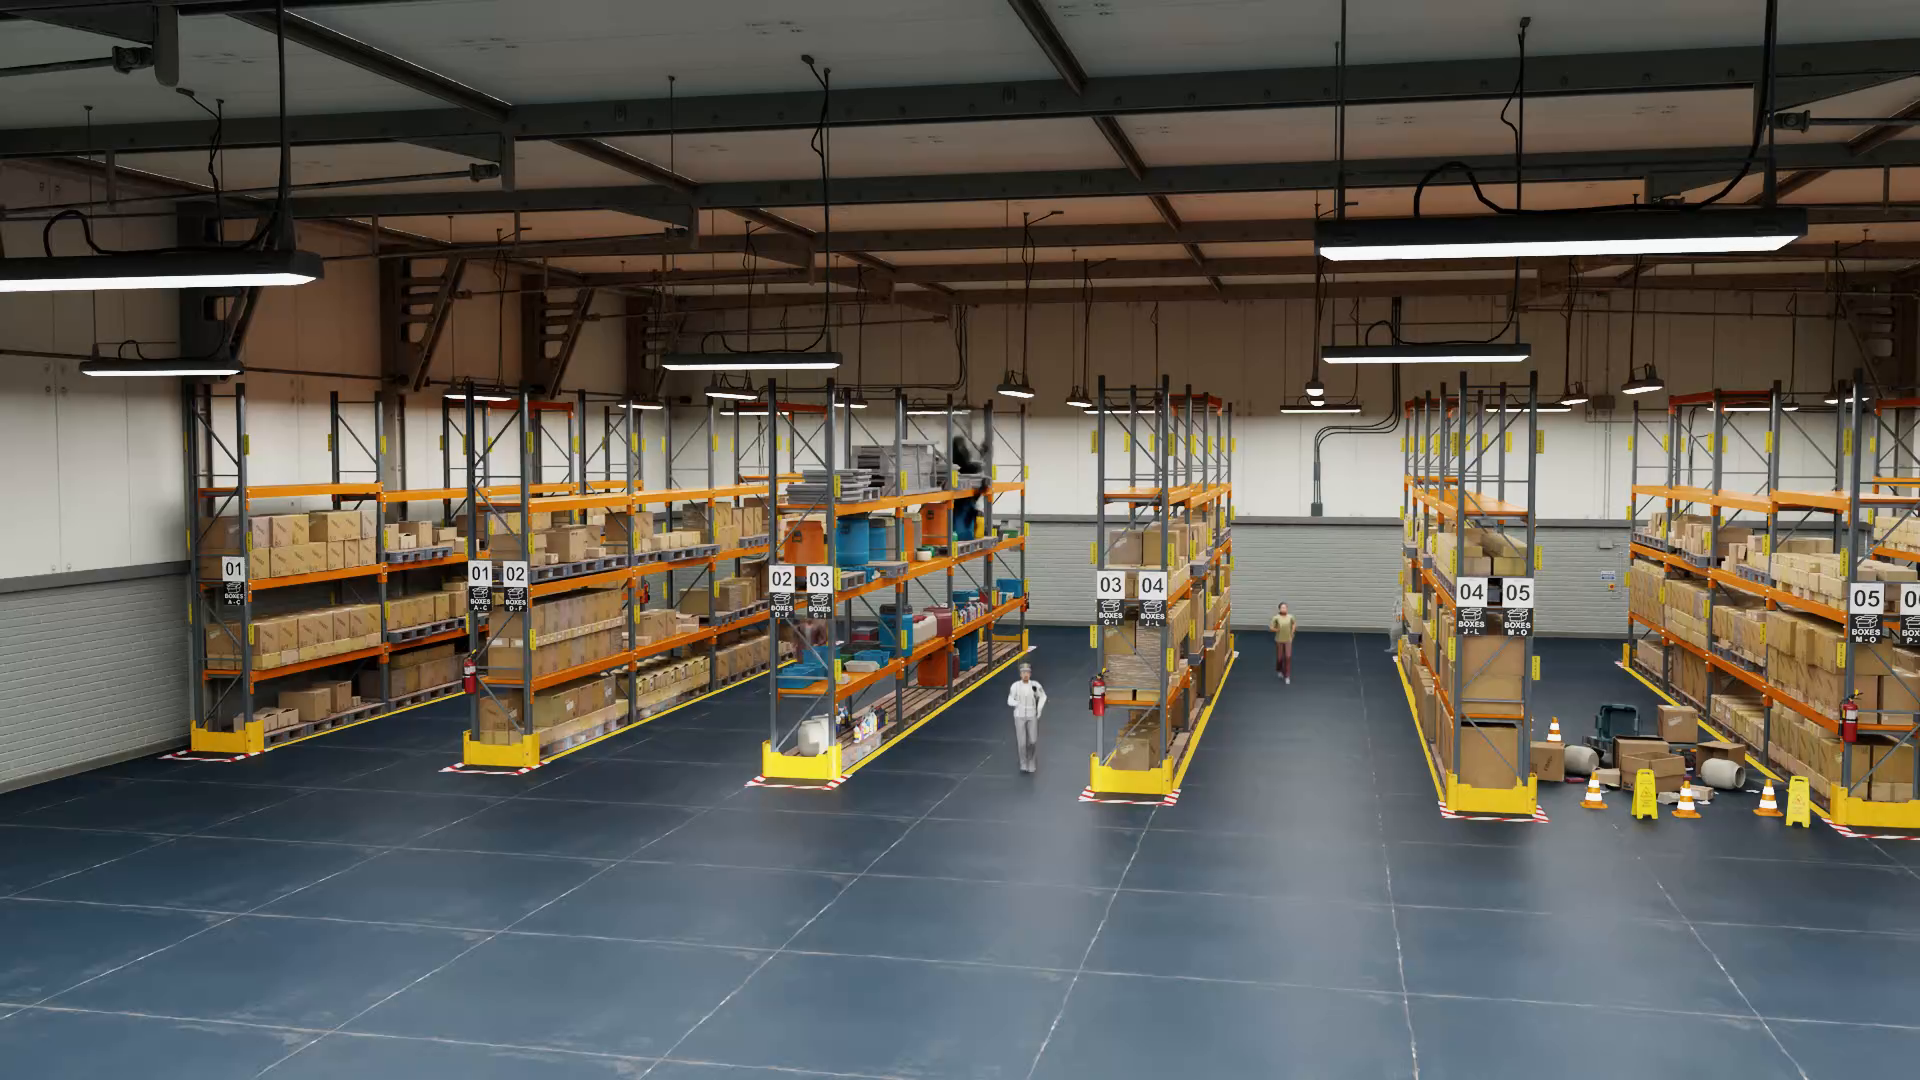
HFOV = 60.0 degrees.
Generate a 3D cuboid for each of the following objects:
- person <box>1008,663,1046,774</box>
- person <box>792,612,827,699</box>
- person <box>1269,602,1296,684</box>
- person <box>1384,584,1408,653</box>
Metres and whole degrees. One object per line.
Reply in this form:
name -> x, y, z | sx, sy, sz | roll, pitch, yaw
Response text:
person -> 1.020, 2.716, 25.290 | 0.596, 1.690, 0.614 | 0, 3, 2
person -> -2.986, 2.255, 32.876 | 0.713, 1.730, 0.754 | 0, 3, 4
person -> 6.799, 2.145, 35.000 | 0.578, 1.673, 0.955 | 0, 3, 4
person -> 10.625, 1.889, 39.770 | 0.844, 1.692, 0.727 | 0, 3, 7
